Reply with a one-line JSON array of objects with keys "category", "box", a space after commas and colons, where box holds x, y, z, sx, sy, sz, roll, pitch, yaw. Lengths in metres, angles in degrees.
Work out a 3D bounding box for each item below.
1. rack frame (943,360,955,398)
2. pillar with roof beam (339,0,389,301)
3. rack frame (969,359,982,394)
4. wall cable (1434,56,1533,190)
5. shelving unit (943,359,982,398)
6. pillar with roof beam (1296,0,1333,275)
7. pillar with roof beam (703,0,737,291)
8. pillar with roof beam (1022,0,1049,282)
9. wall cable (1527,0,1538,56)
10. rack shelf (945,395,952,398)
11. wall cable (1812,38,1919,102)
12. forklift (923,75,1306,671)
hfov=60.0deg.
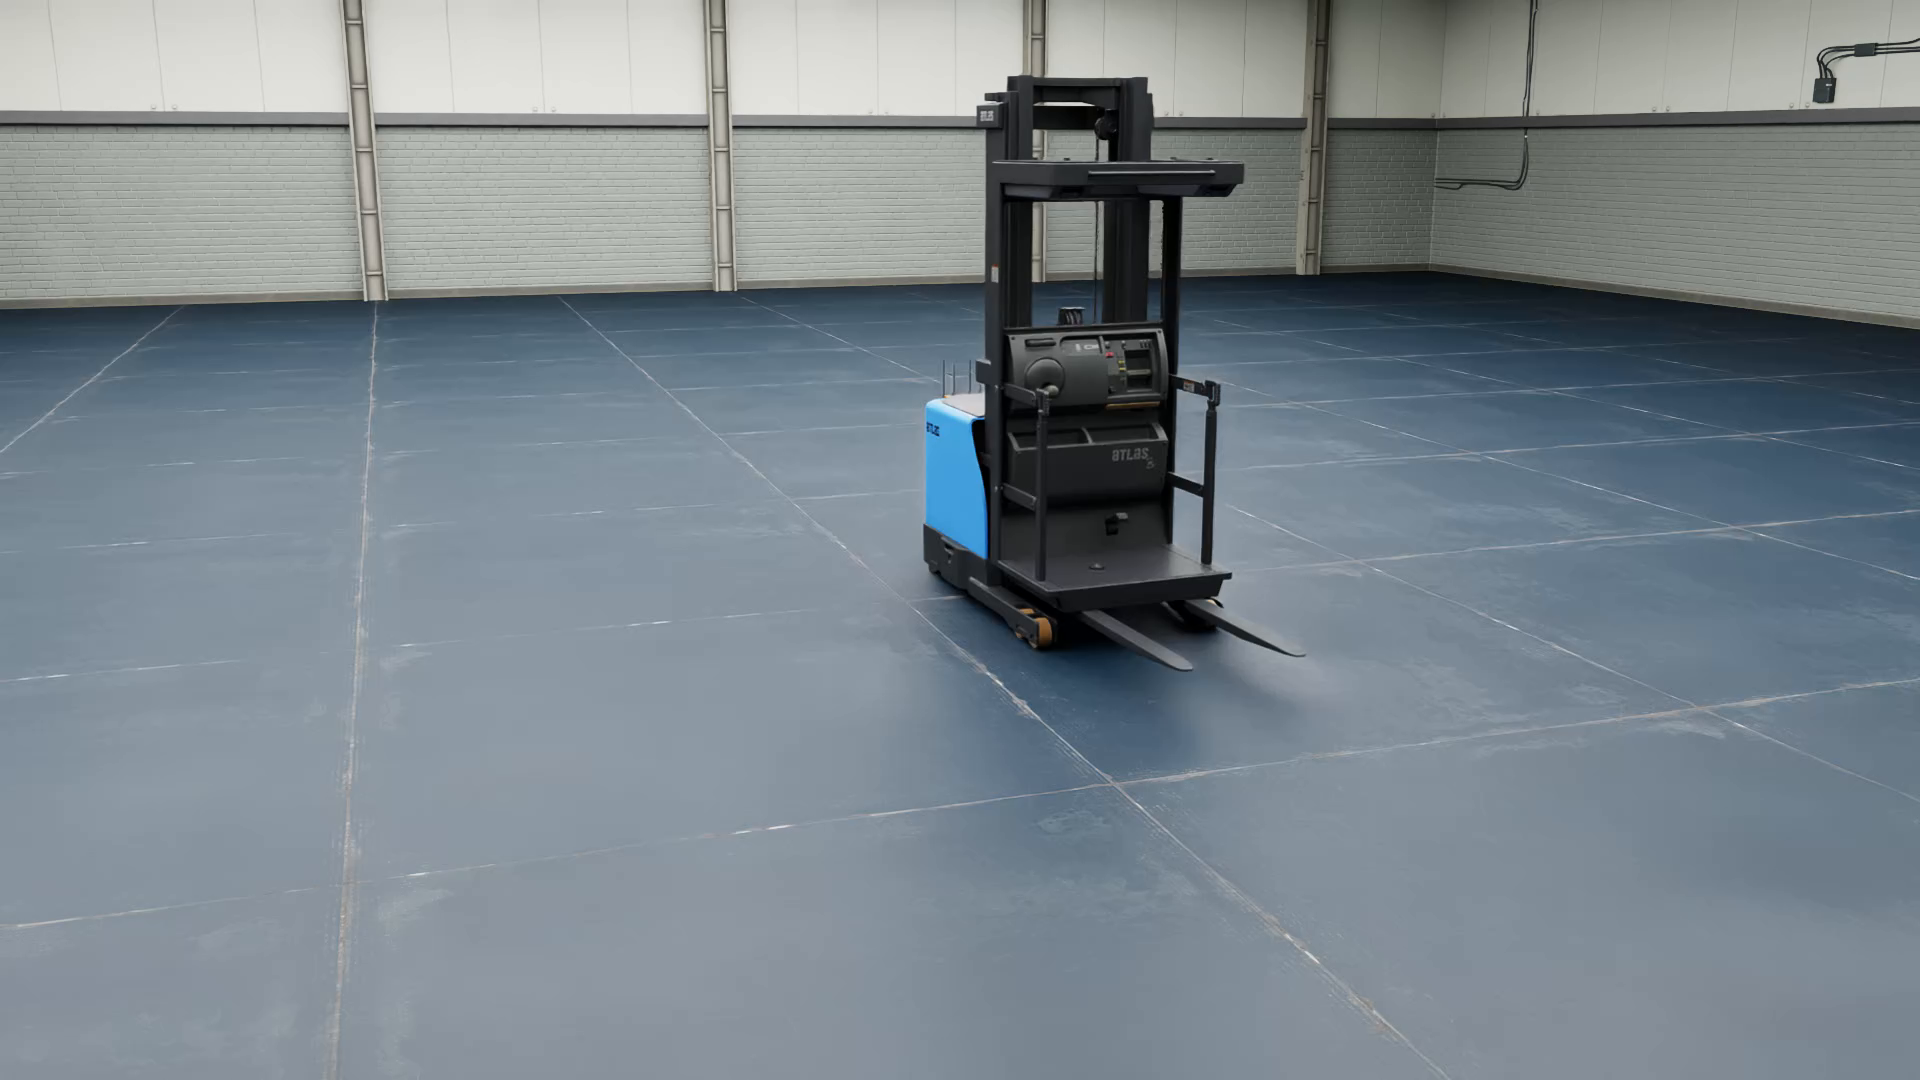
[{"category": "rack frame", "box": [-0.073, -0.578, 10.980, 0.006, 1.200, 0.240, -4, 14, -18]}, {"category": "pillar with roof beam", "box": [-8.589, -7.534, 23.370, 0.400, 9.000, 9.100, -4, 14, -18]}, {"category": "rack frame", "box": [0.100, -0.592, 11.037, 0.006, 1.200, 0.240, -4, 14, -18]}, {"category": "wall cable", "box": [10.312, -8.223, 32.978, 0.112, 2.526, 3.097, -4, 14, -18]}, {"category": "shelving unit", "box": [0.014, -0.585, 11.008, 0.189, 1.200, 0.258, -4, 14, -18]}, {"category": "pillar with roof beam", "box": [8.471, -8.862, 28.955, 0.400, 9.000, 9.100, -4, 14, -18]}, {"category": "pillar with roof beam", "box": [-2.903, -7.977, 25.231, 0.400, 9.000, 9.100, -4, 14, -18]}, {"category": "pillar with roof beam", "box": [2.784, -8.420, 27.093, 0.400, 9.000, 9.100, -4, 14, -18]}, {"category": "wall cable", "box": [11.174, -10.087, 29.900, 0.112, 2.526, 3.097, -4, 14, -18]}, {"category": "rack shelf", "box": [0.014, -0.892, 10.935, 0.180, 0.103, 0.258, -4, 14, -18]}, {"category": "wall cable", "box": [13.324, -9.305, 23.467, 0.169, 6.003, 2.305, -4, 14, -18]}, {"category": "forklift", "box": [0.783, -0.963, 8.859, 1.130, 2.935, 3.031, -5, 14, -21]}]
